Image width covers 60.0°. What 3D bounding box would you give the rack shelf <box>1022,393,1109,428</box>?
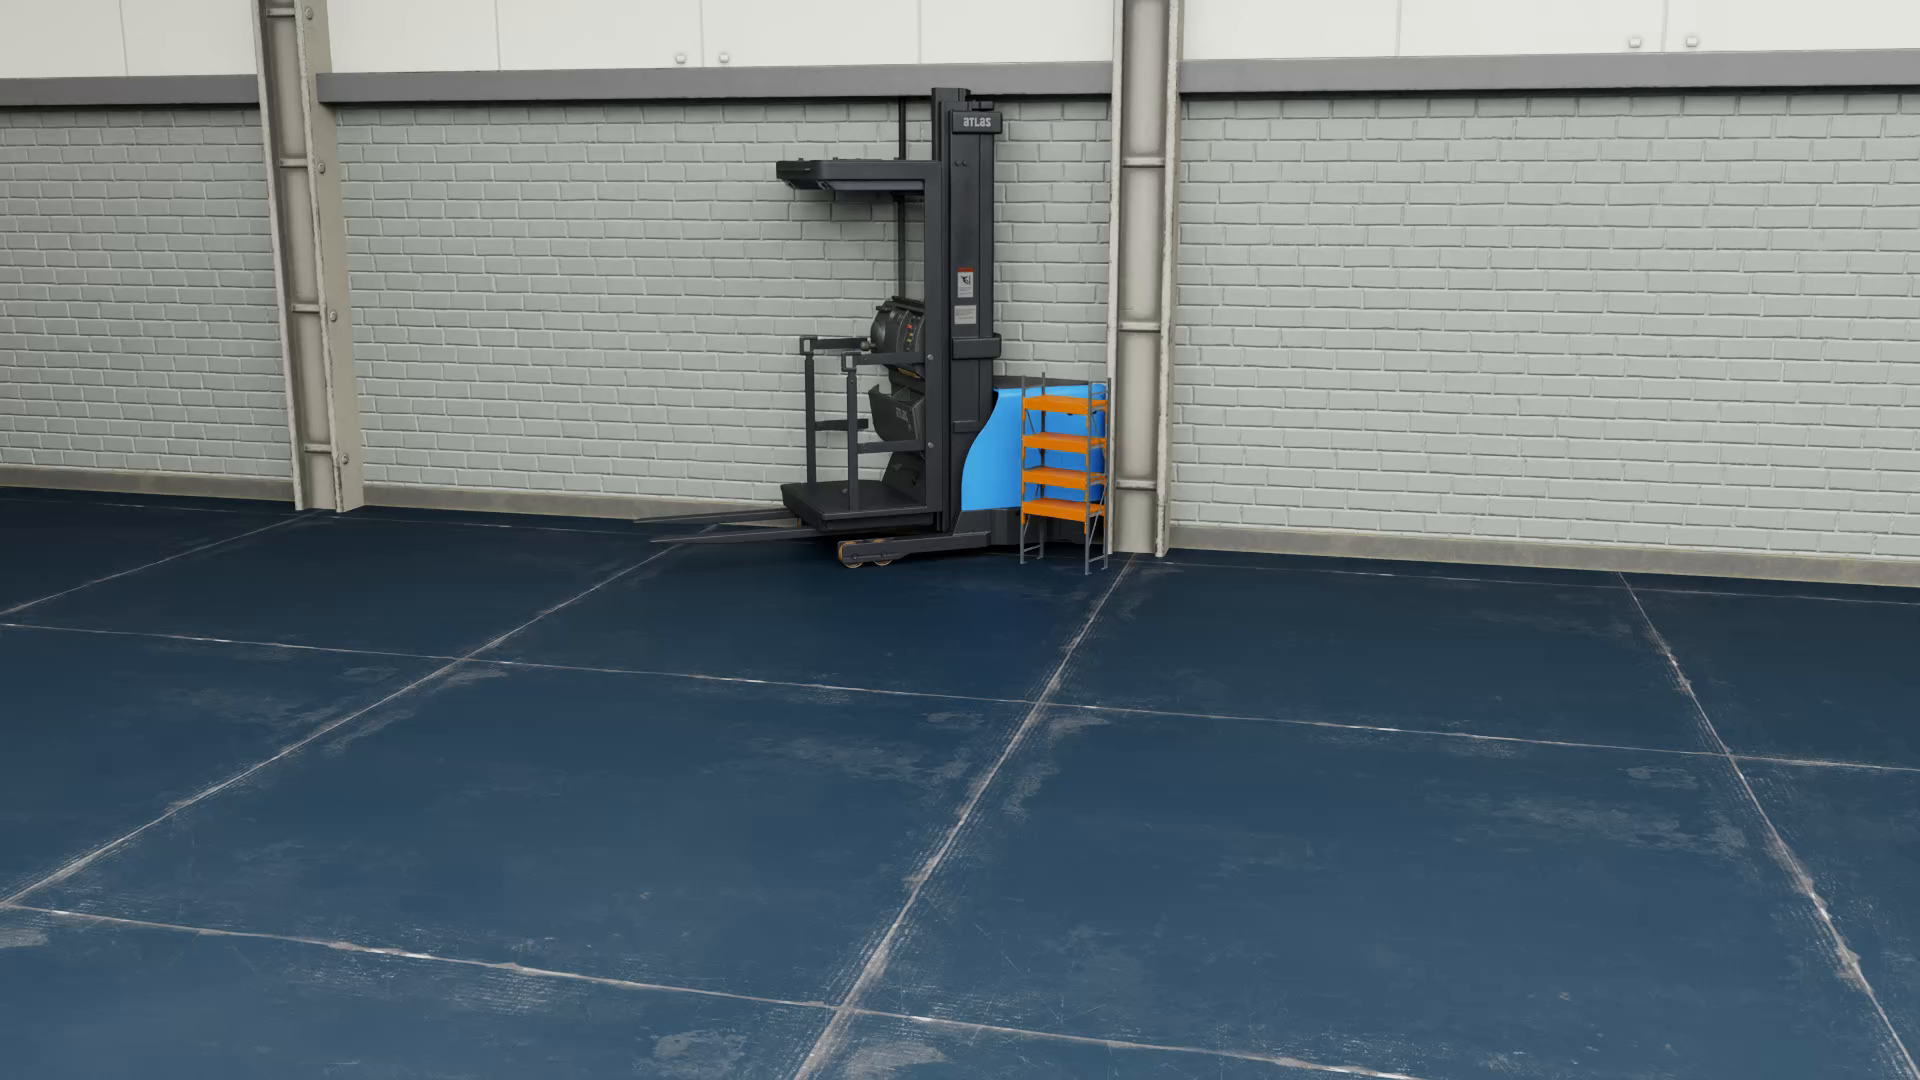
[{"bbox_3d":[0.654,-0.805,10.276,0.480,0.148,0.258,9,16,36],"label":"rack shelf"}]

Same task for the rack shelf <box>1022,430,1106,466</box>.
[{"bbox_3d":[0.654,-0.574,10.328,0.480,0.148,0.258,9,16,36],"label":"rack shelf"}]

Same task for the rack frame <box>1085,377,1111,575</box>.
[{"bbox_3d":[0.849,-0.389,10.218,0.015,1.200,0.240,9,16,36],"label":"rack frame"}]

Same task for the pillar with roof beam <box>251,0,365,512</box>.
[{"bbox_3d":[-5.697,-3.733,7.282,0.400,9.000,9.100,3,13,14],"label":"pillar with roof beam"}]

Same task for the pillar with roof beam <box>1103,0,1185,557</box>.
[{"bbox_3d":[0.129,-3.421,5.878,0.400,9.000,9.100,3,13,14],"label":"pillar with roof beam"}]

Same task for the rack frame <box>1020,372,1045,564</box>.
[{"bbox_3d":[0.460,-0.453,10.505,0.015,1.200,0.240,9,16,36],"label":"rack frame"}]

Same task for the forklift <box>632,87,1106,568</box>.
[{"bbox_3d":[-0.589,-1.384,10.704,3.031,2.935,1.130,-5,13,-20],"label":"forklift"}]

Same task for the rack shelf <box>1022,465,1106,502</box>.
[{"bbox_3d":[0.654,-0.355,10.376,0.480,0.148,0.258,9,16,36],"label":"rack shelf"}]

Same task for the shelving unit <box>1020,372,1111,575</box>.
[{"bbox_3d":[0.654,-0.421,10.361,0.503,1.200,0.258,9,16,36],"label":"shelving unit"}]

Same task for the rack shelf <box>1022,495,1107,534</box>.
[{"bbox_3d":[0.654,-0.162,10.419,0.480,0.148,0.258,9,16,36],"label":"rack shelf"}]
